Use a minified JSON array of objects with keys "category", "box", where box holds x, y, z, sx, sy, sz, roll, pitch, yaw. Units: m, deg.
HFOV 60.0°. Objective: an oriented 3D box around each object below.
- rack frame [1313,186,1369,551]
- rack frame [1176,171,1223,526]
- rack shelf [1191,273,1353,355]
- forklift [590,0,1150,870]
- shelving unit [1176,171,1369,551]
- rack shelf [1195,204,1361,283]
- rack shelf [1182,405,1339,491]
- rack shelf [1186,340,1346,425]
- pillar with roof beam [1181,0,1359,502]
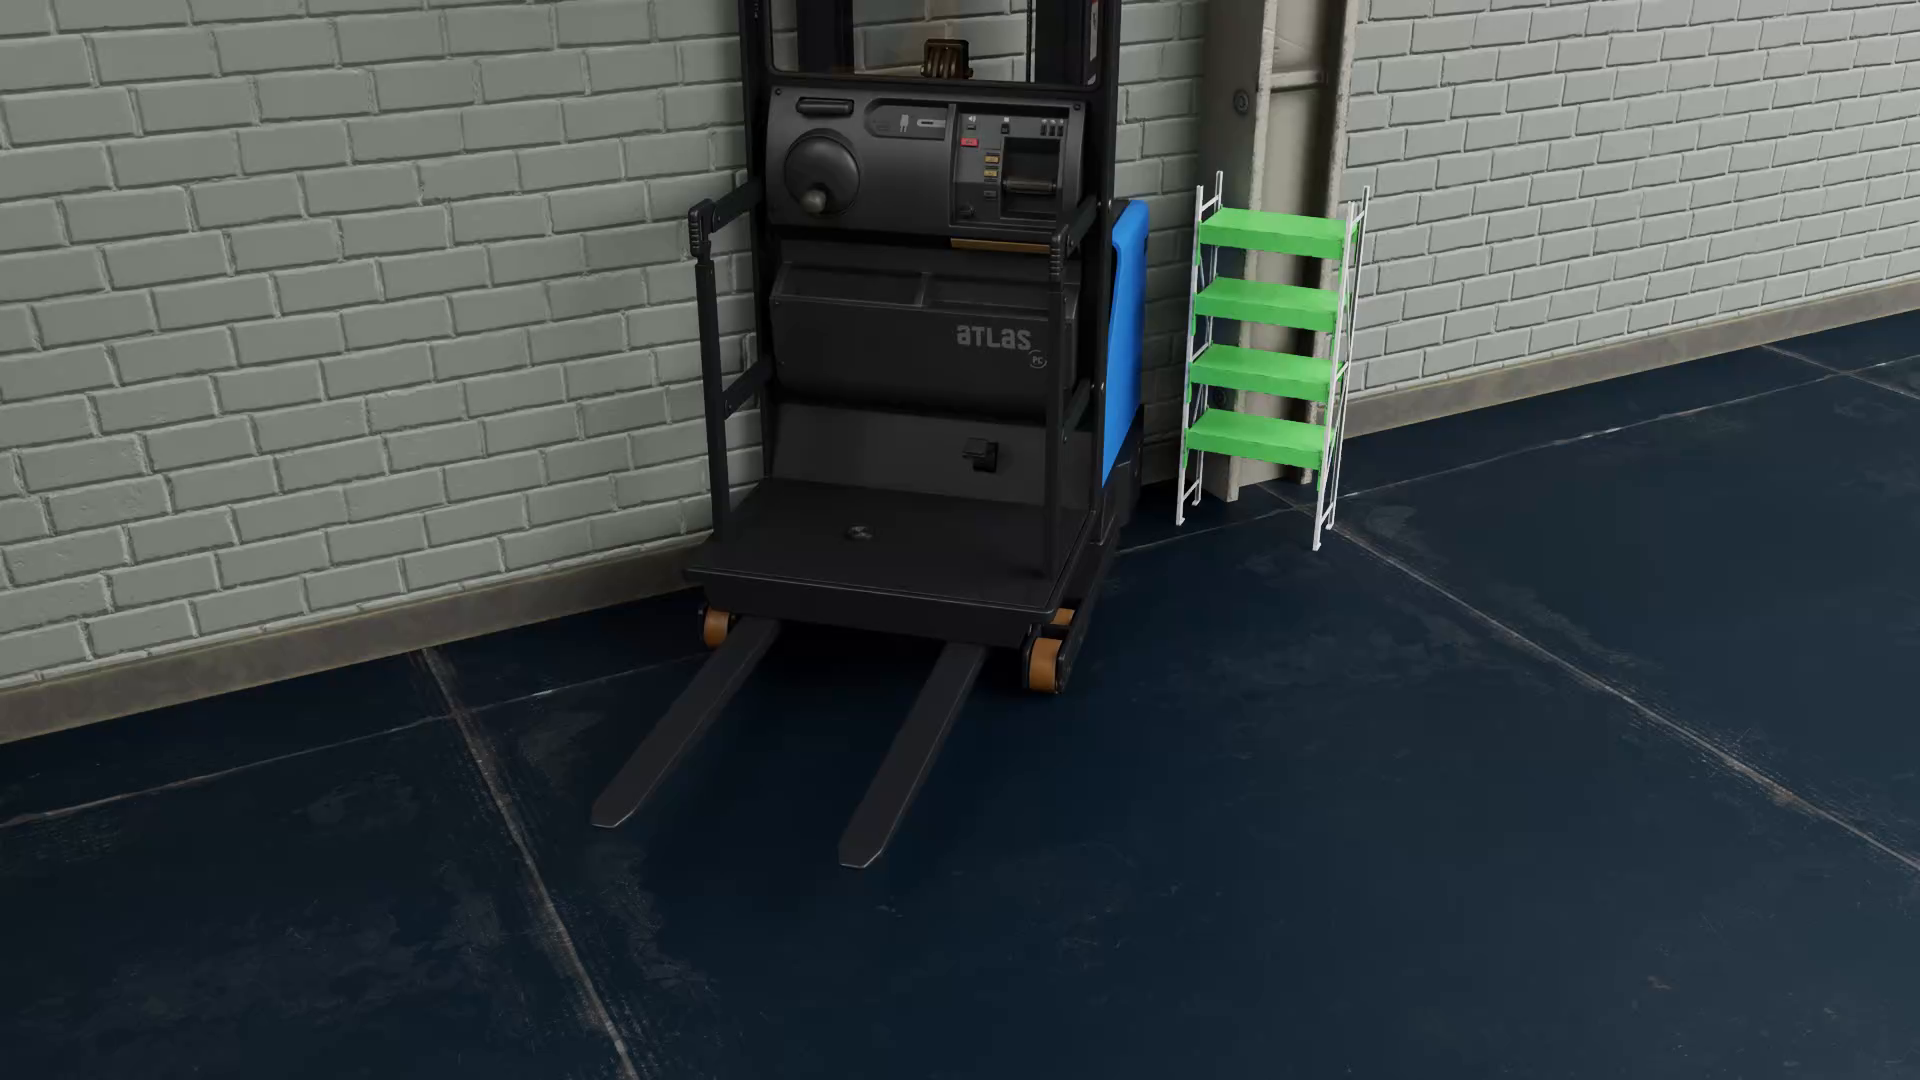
[{"category":"rack frame","box":[1.261,-0.552,5.512,0.015,1.200,0.240,11,28,22]},{"category":"rack frame","box":[0.818,-0.640,5.697,0.015,1.200,0.240,11,28,22]},{"category":"rack shelf","box":[1.039,-0.755,5.529,0.480,0.148,0.258,11,28,22]},{"category":"forklift","box":[-0.158,-1.058,4.567,1.130,2.935,3.031,6,26,13]},{"category":"shelving unit","box":[1.039,-0.596,5.605,0.503,1.200,0.258,11,28,22]},{"category":"rack shelf","box":[1.039,-0.971,5.425,0.480,0.148,0.258,11,28,22]},{"category":"rack shelf","box":[1.039,-0.322,5.736,0.480,0.148,0.258,11,28,22]},{"category":"rack shelf","box":[1.039,-0.538,5.632,0.480,0.148,0.258,11,28,22]},{"category":"pillar with roof beam","box":[3.094,-2.649,0.870,0.400,9.000,9.100,-13,29,-25]}]
